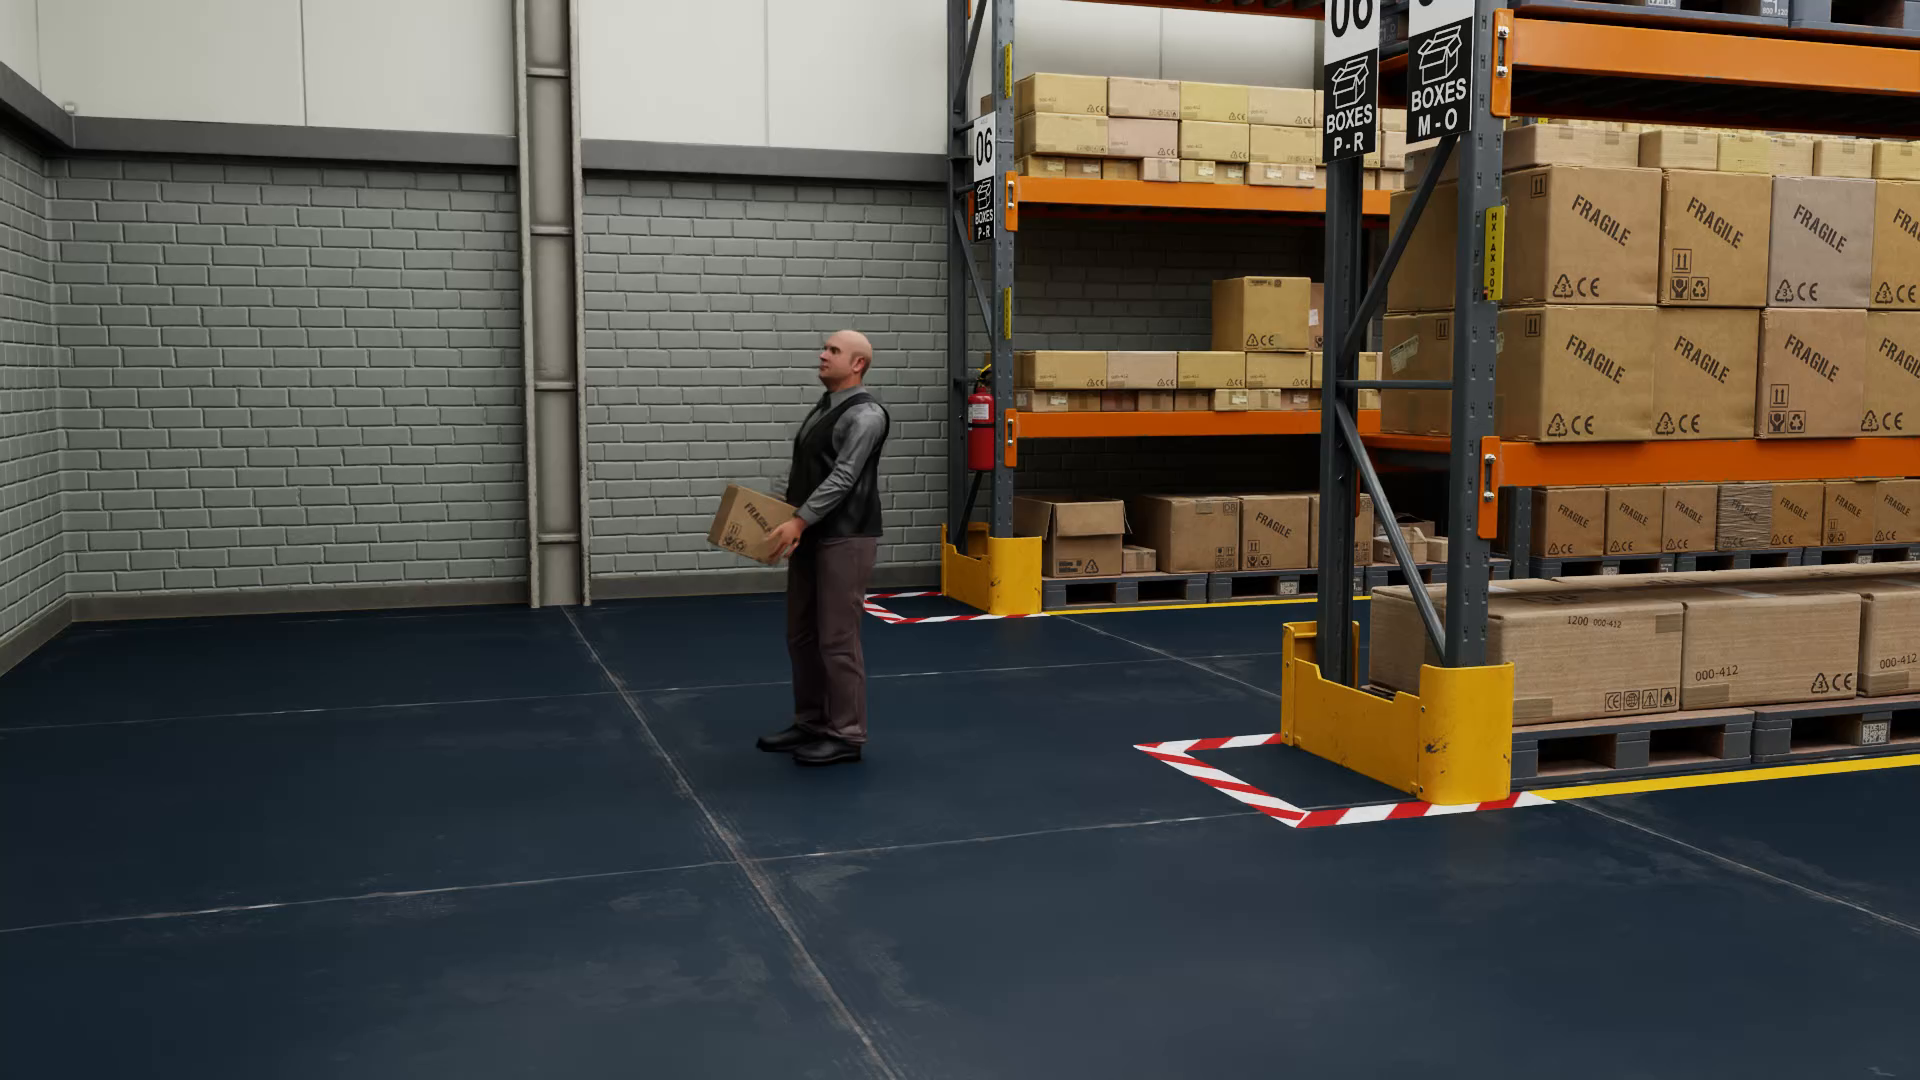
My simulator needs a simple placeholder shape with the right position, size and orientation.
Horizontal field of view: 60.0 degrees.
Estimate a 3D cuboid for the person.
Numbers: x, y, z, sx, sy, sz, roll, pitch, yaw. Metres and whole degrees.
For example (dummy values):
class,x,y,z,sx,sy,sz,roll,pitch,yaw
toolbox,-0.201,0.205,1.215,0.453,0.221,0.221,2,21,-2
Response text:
class,x,y,z,sx,sy,sz,roll,pitch,yaw
person,-0.589,0.026,6.669,0.527,1.724,0.532,-3,7,-29
